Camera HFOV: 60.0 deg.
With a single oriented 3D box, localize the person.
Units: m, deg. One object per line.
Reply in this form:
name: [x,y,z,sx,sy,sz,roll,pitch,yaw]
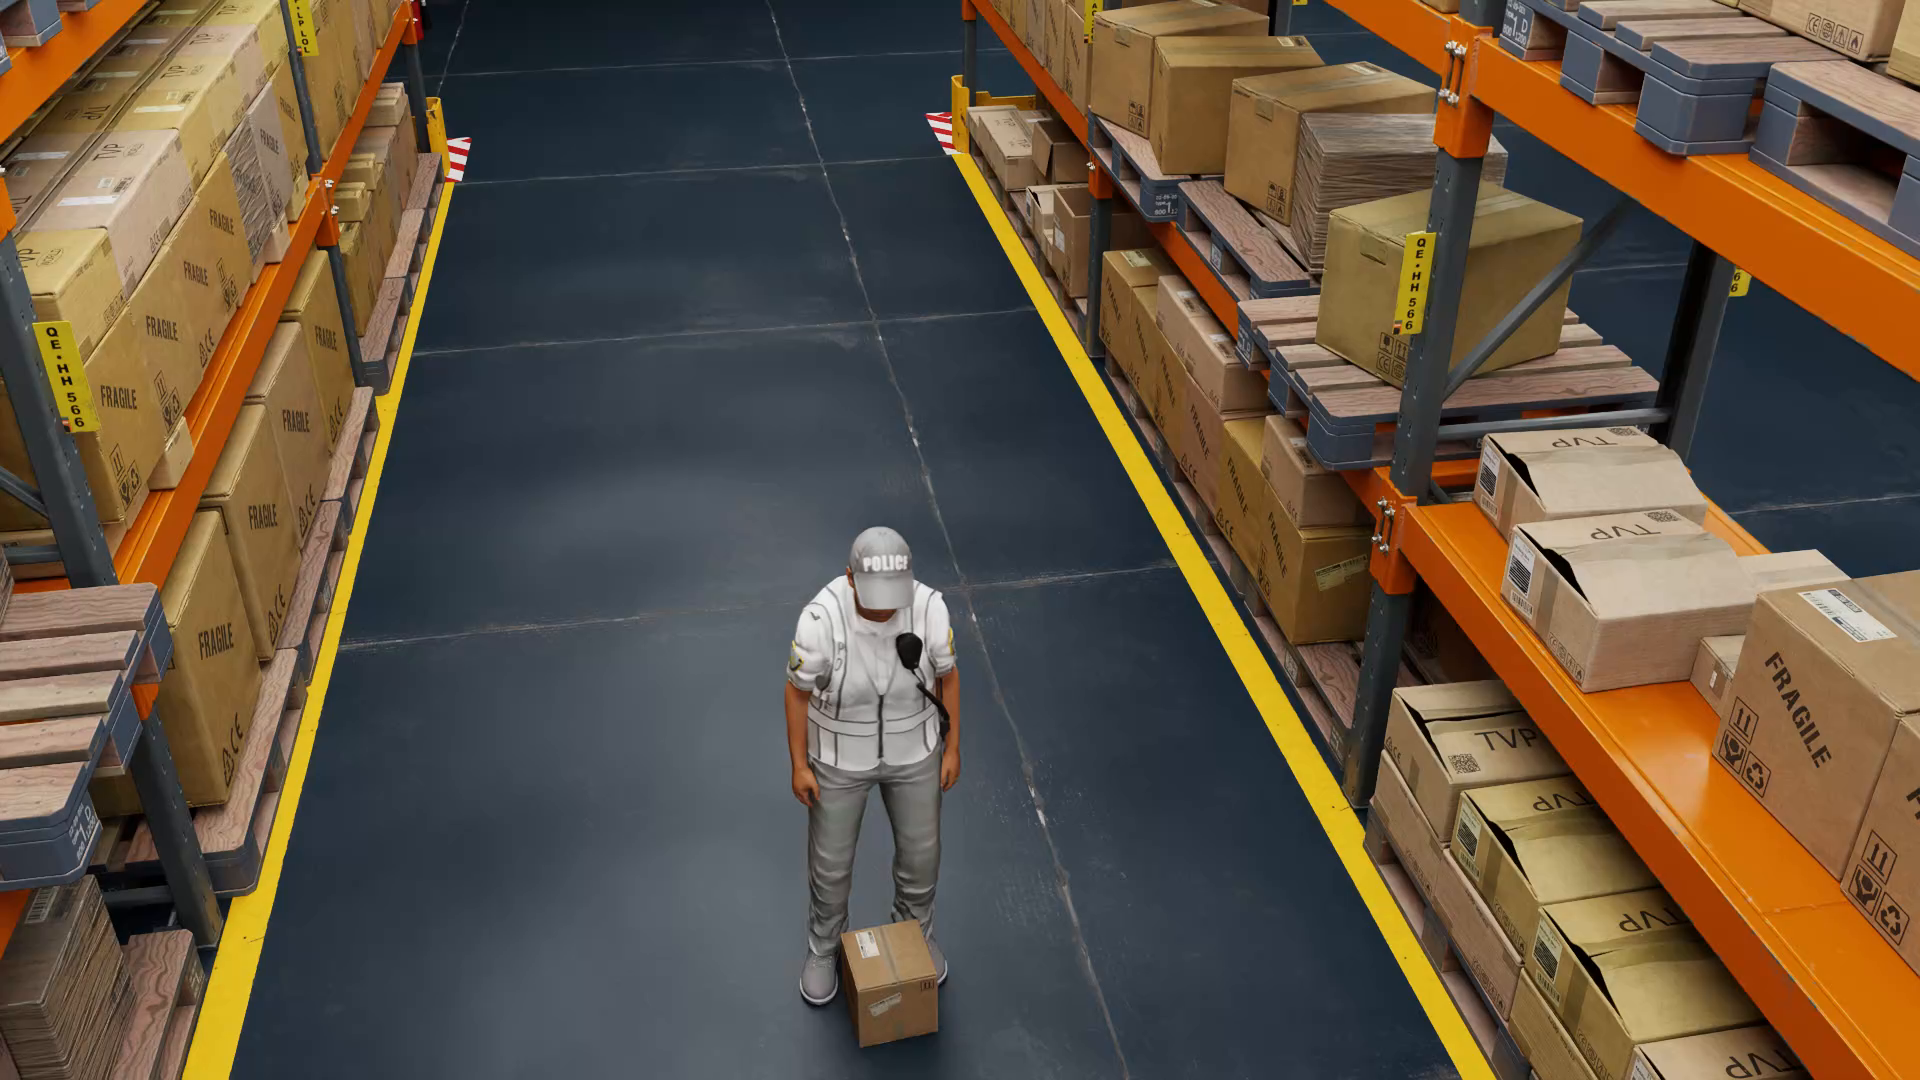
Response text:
person: [-0.259,0.666,5.012,0.547,1.666,0.473,-6,31,-9]
